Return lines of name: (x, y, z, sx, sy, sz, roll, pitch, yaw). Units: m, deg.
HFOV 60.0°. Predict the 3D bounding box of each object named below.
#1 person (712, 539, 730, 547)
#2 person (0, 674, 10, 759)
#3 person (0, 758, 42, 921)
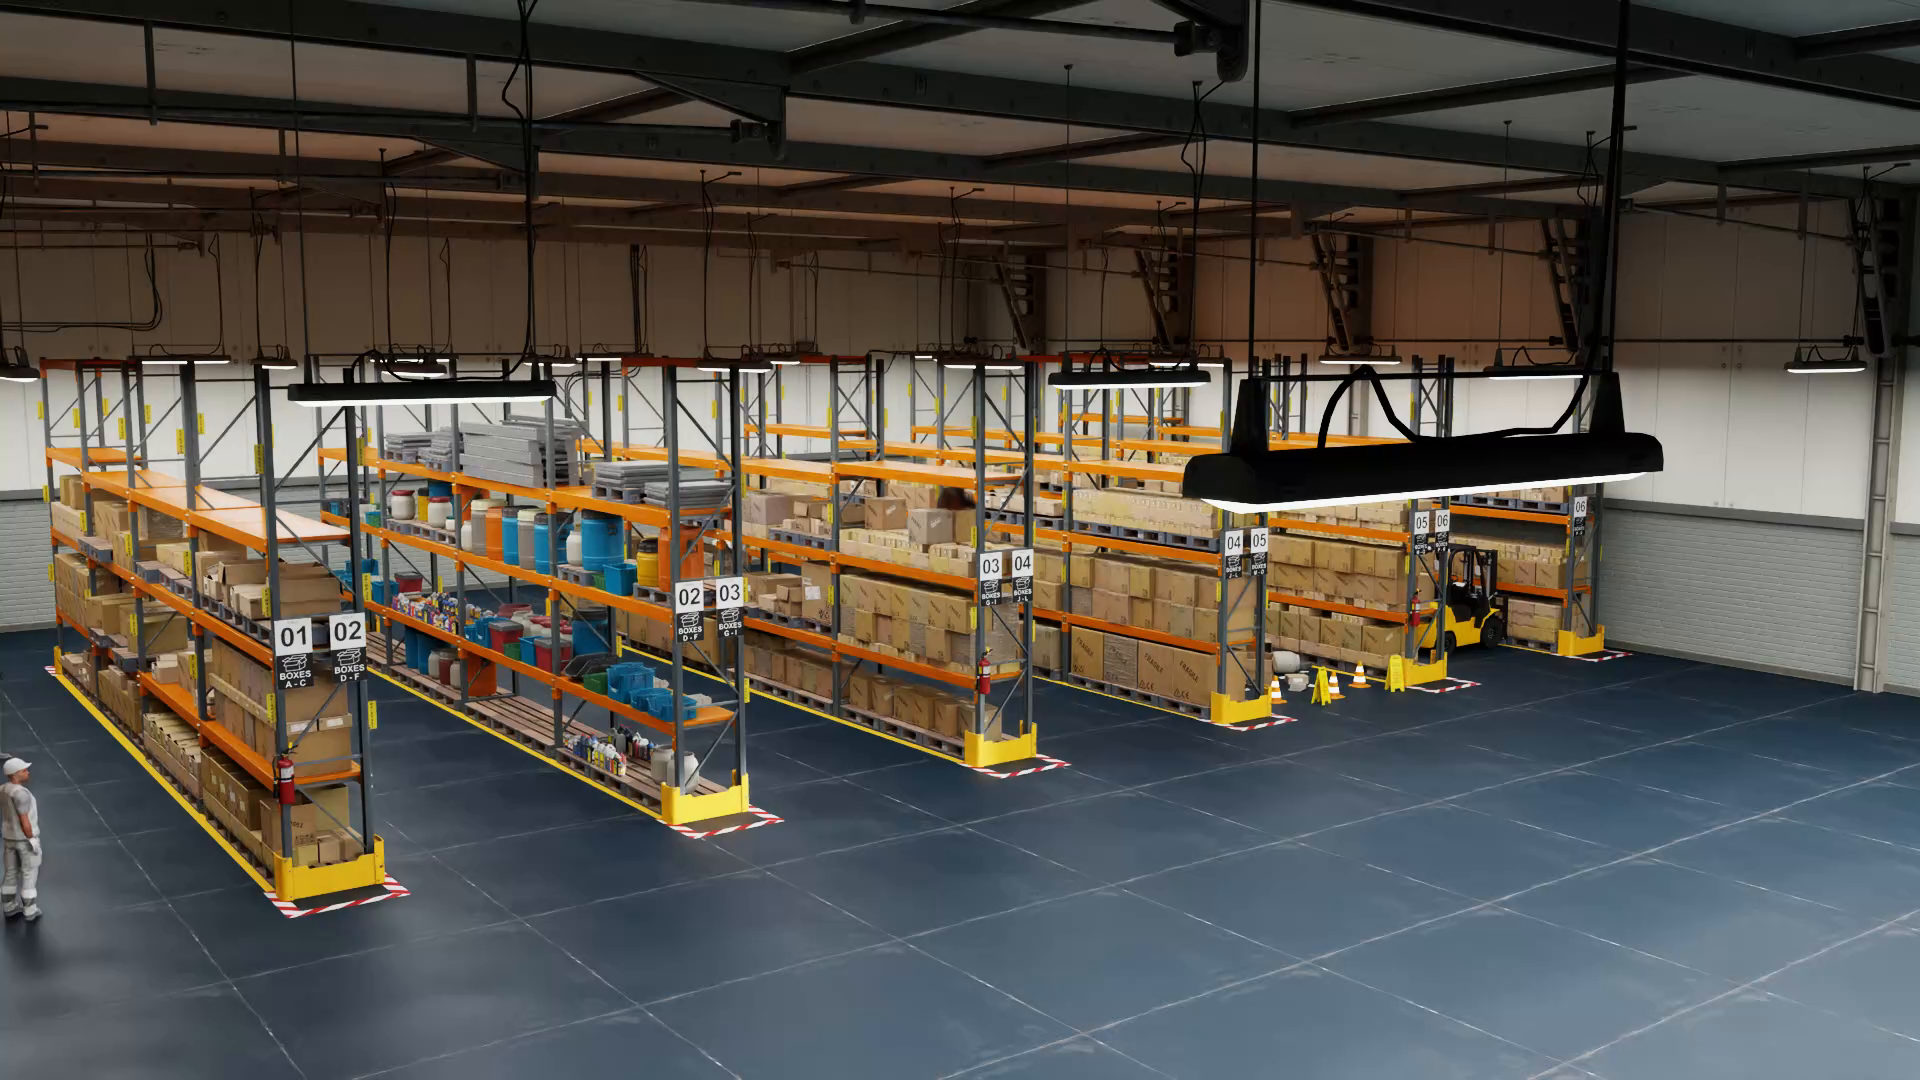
person: (-5.951, 0.552, 41.203, 0.465, 1.729, 0.528, 4, 8, 28)
person: (-14.784, 2.427, 25.293, 0.476, 1.778, 0.562, -4, 8, -29)
person: (-10.273, 3.259, 18.208, 0.565, 1.798, 0.415, 3, 7, 21)
